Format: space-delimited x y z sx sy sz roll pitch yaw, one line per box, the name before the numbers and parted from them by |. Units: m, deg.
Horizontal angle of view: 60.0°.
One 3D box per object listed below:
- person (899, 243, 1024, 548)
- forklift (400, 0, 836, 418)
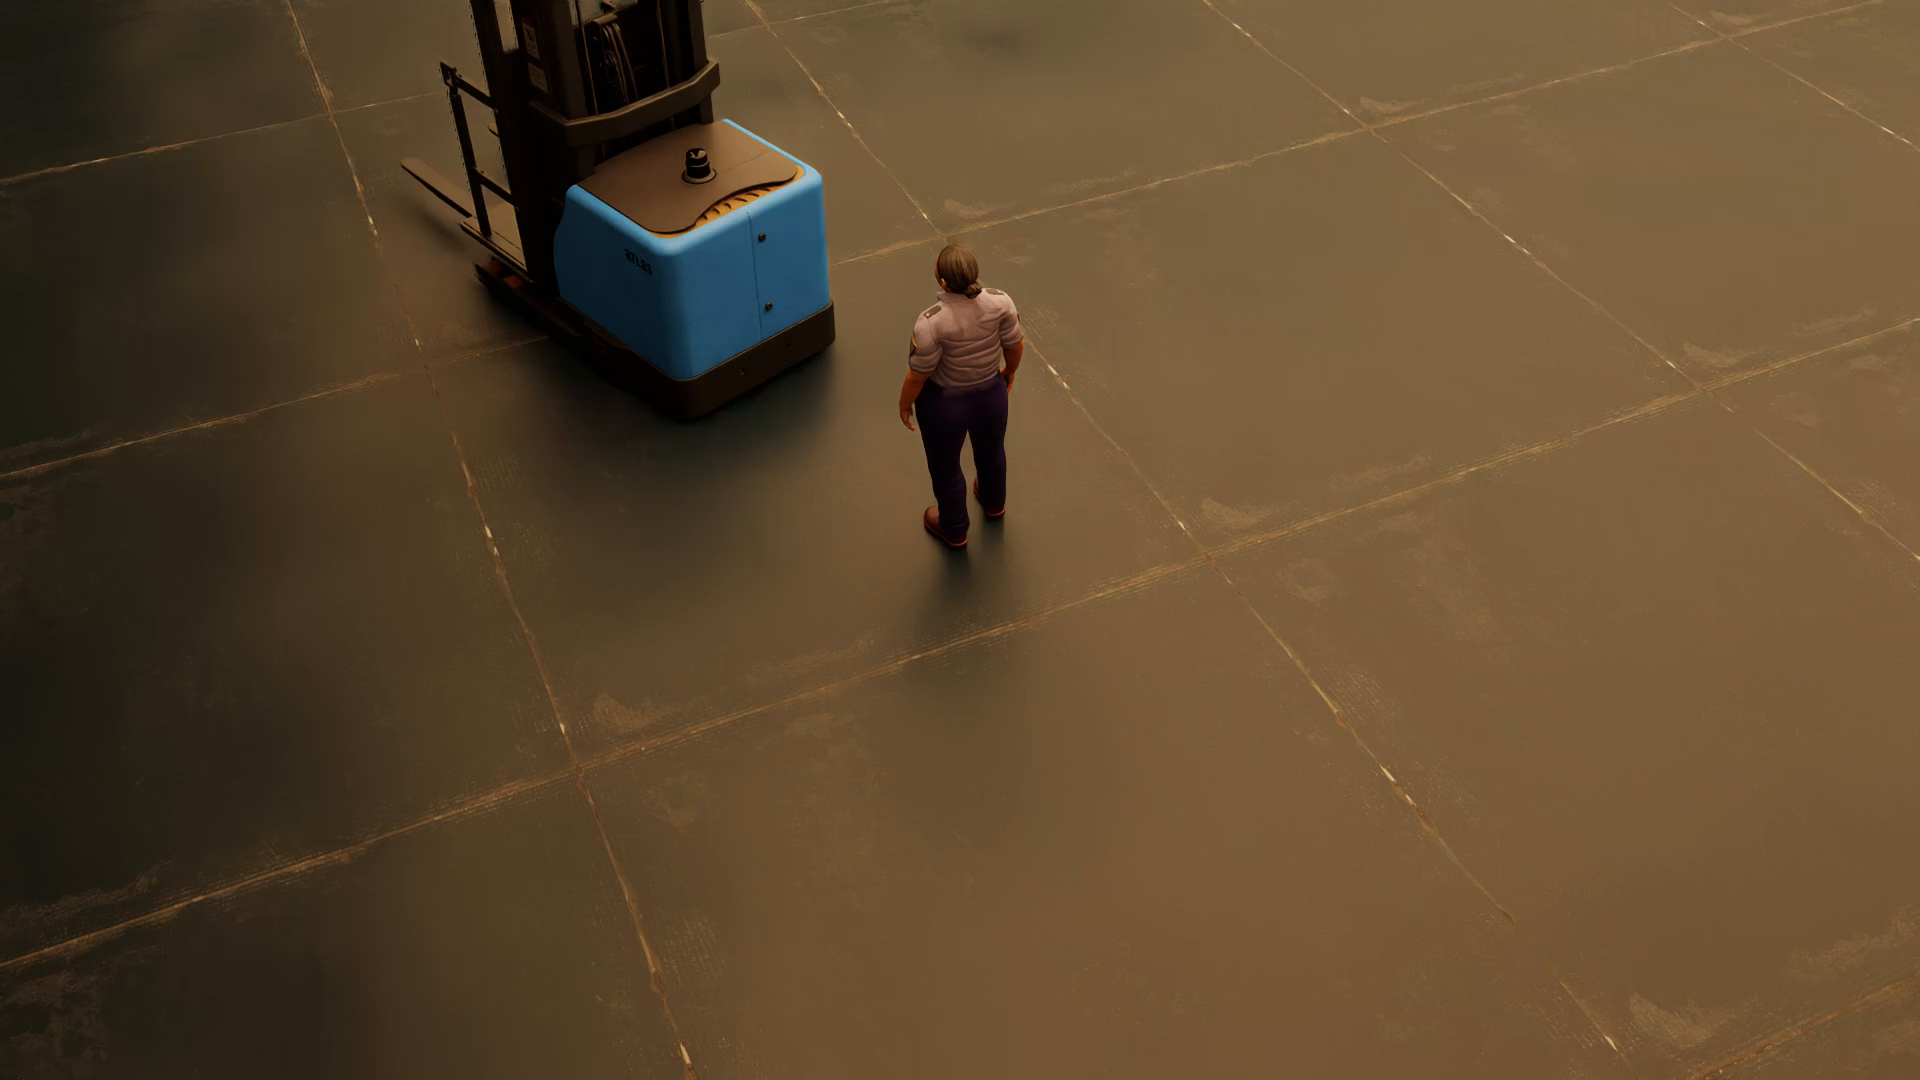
person | -0.017 -0.670 7.327 0.598 1.651 0.503 -18 46 -18
forklift | -2.052 -2.590 8.456 1.130 2.935 3.031 -34 52 -31
